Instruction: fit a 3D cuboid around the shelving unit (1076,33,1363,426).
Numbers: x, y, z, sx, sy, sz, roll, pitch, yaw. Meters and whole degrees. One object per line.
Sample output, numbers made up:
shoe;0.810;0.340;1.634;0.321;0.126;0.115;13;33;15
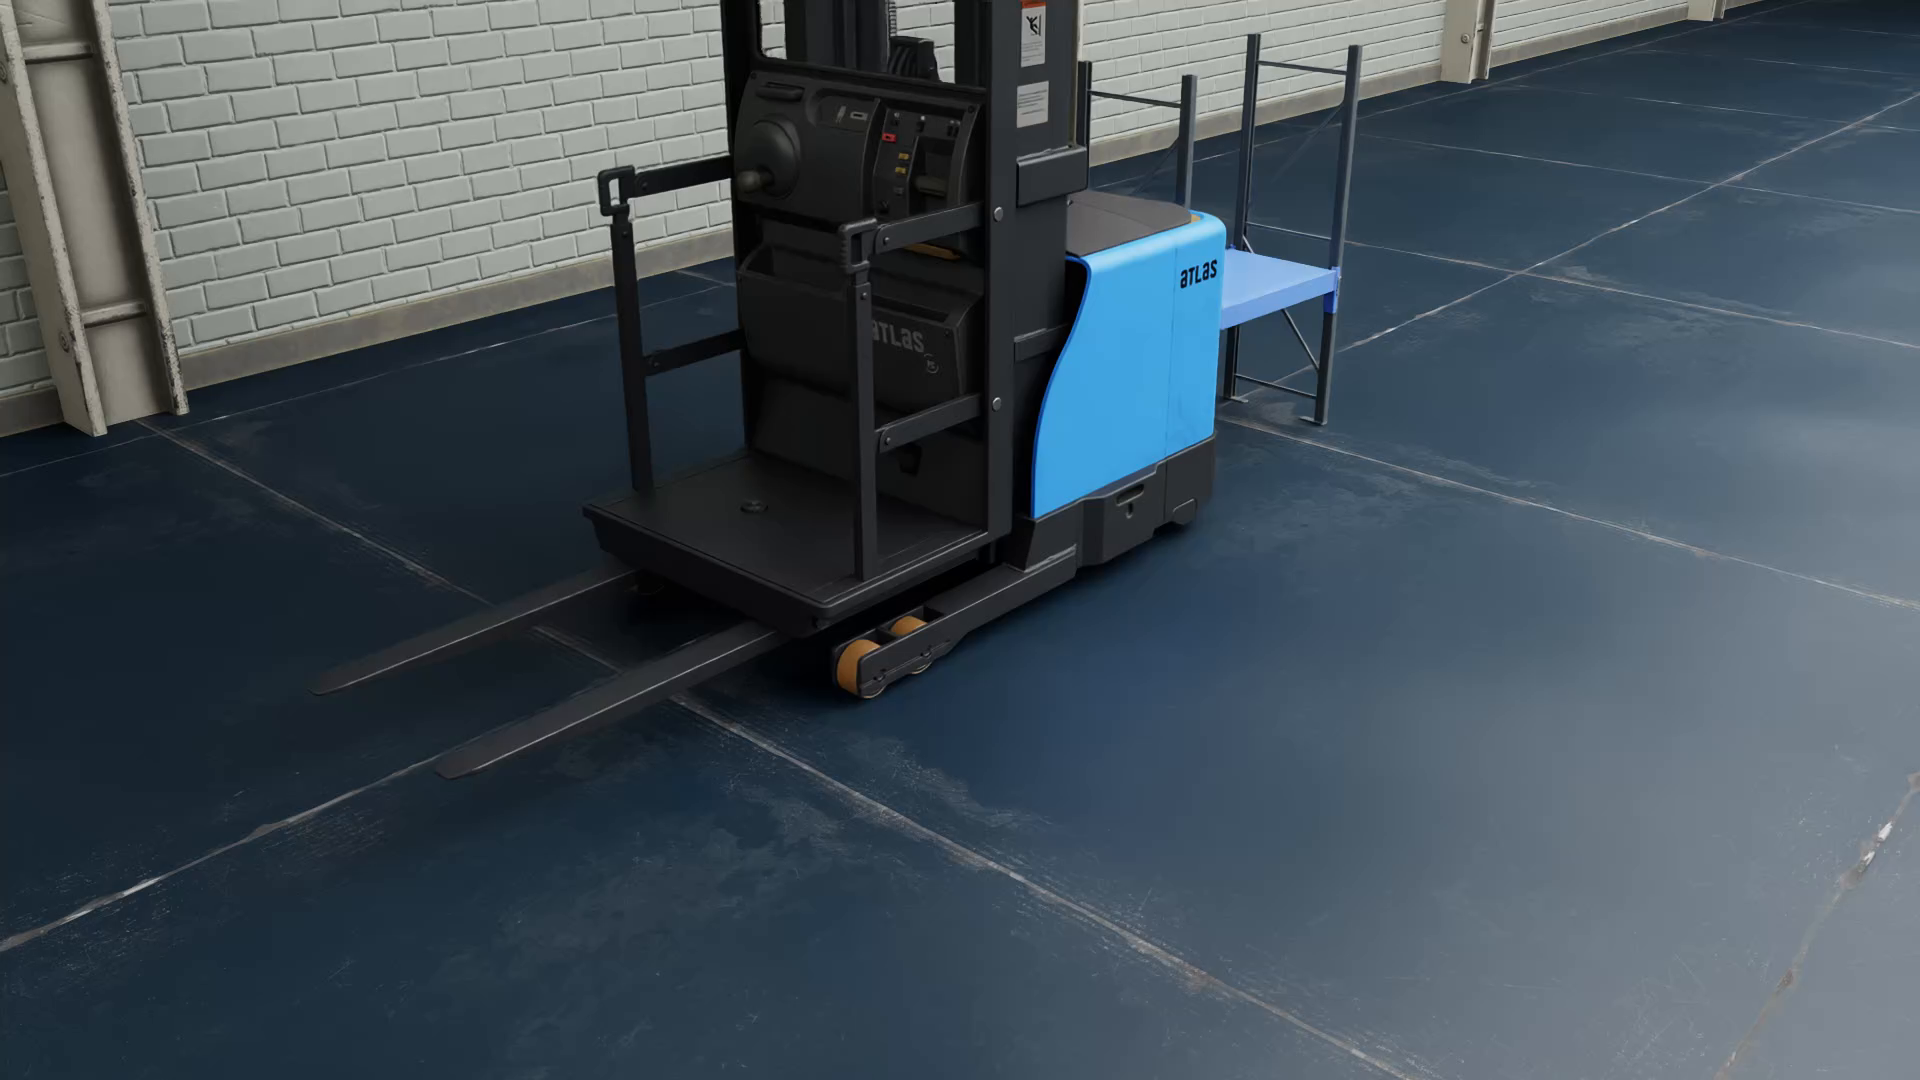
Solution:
shelving unit;0.957;-1.077;6.319;0.538;1.500;1.048;22;32;40

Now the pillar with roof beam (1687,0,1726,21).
pillar with roof beam;11.760;-8.931;14.669;9.100;9.000;0.400;20;31;38

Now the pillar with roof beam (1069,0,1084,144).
pillar with roof beam;3.751;-5.274;6.515;9.100;9.000;0.400;20;31;38

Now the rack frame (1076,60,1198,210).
rack frame;0.602;-0.928;5.988;0.500;1.500;0.032;22;32;40

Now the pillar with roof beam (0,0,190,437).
pillar with roof beam;-0.254;-3.446;2.438;9.100;9.000;0.400;20;31;38

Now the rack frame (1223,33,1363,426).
rack frame;1.313;-1.226;6.651;0.500;1.500;0.032;22;32;40

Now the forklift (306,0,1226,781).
forklift;-0.454;-1.119;4.664;1.130;2.935;3.031;20;31;37

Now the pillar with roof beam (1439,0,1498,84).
pillar with roof beam;7.755;-7.102;10.592;9.100;9.000;0.400;20;31;38

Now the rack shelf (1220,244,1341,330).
rack shelf;0.957;-0.913;6.393;0.538;0.185;1.000;22;32;40
